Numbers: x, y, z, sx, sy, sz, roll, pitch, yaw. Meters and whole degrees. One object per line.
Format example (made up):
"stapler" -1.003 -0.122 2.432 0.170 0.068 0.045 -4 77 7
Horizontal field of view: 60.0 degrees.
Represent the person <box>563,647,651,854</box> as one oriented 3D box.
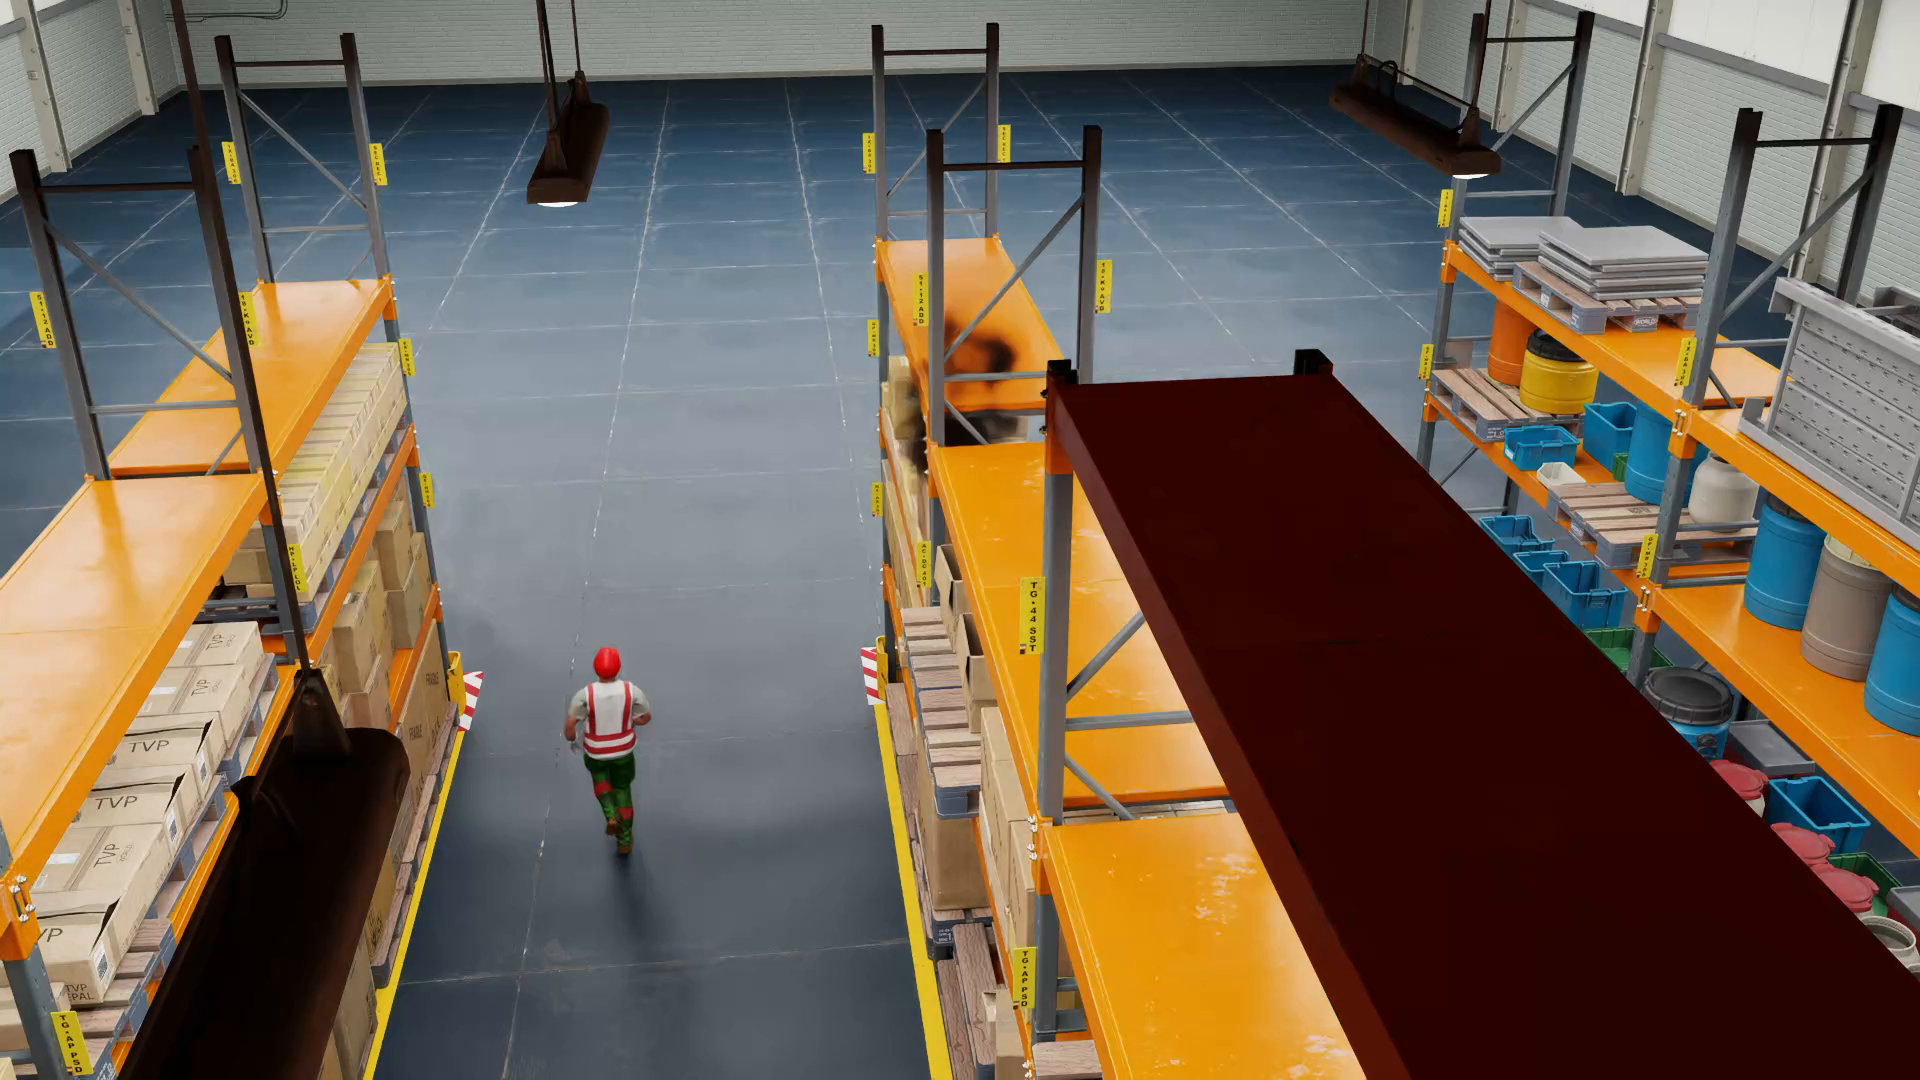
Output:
"person" -2.762 1.604 13.103 0.673 1.739 0.585 -6 26 -13
